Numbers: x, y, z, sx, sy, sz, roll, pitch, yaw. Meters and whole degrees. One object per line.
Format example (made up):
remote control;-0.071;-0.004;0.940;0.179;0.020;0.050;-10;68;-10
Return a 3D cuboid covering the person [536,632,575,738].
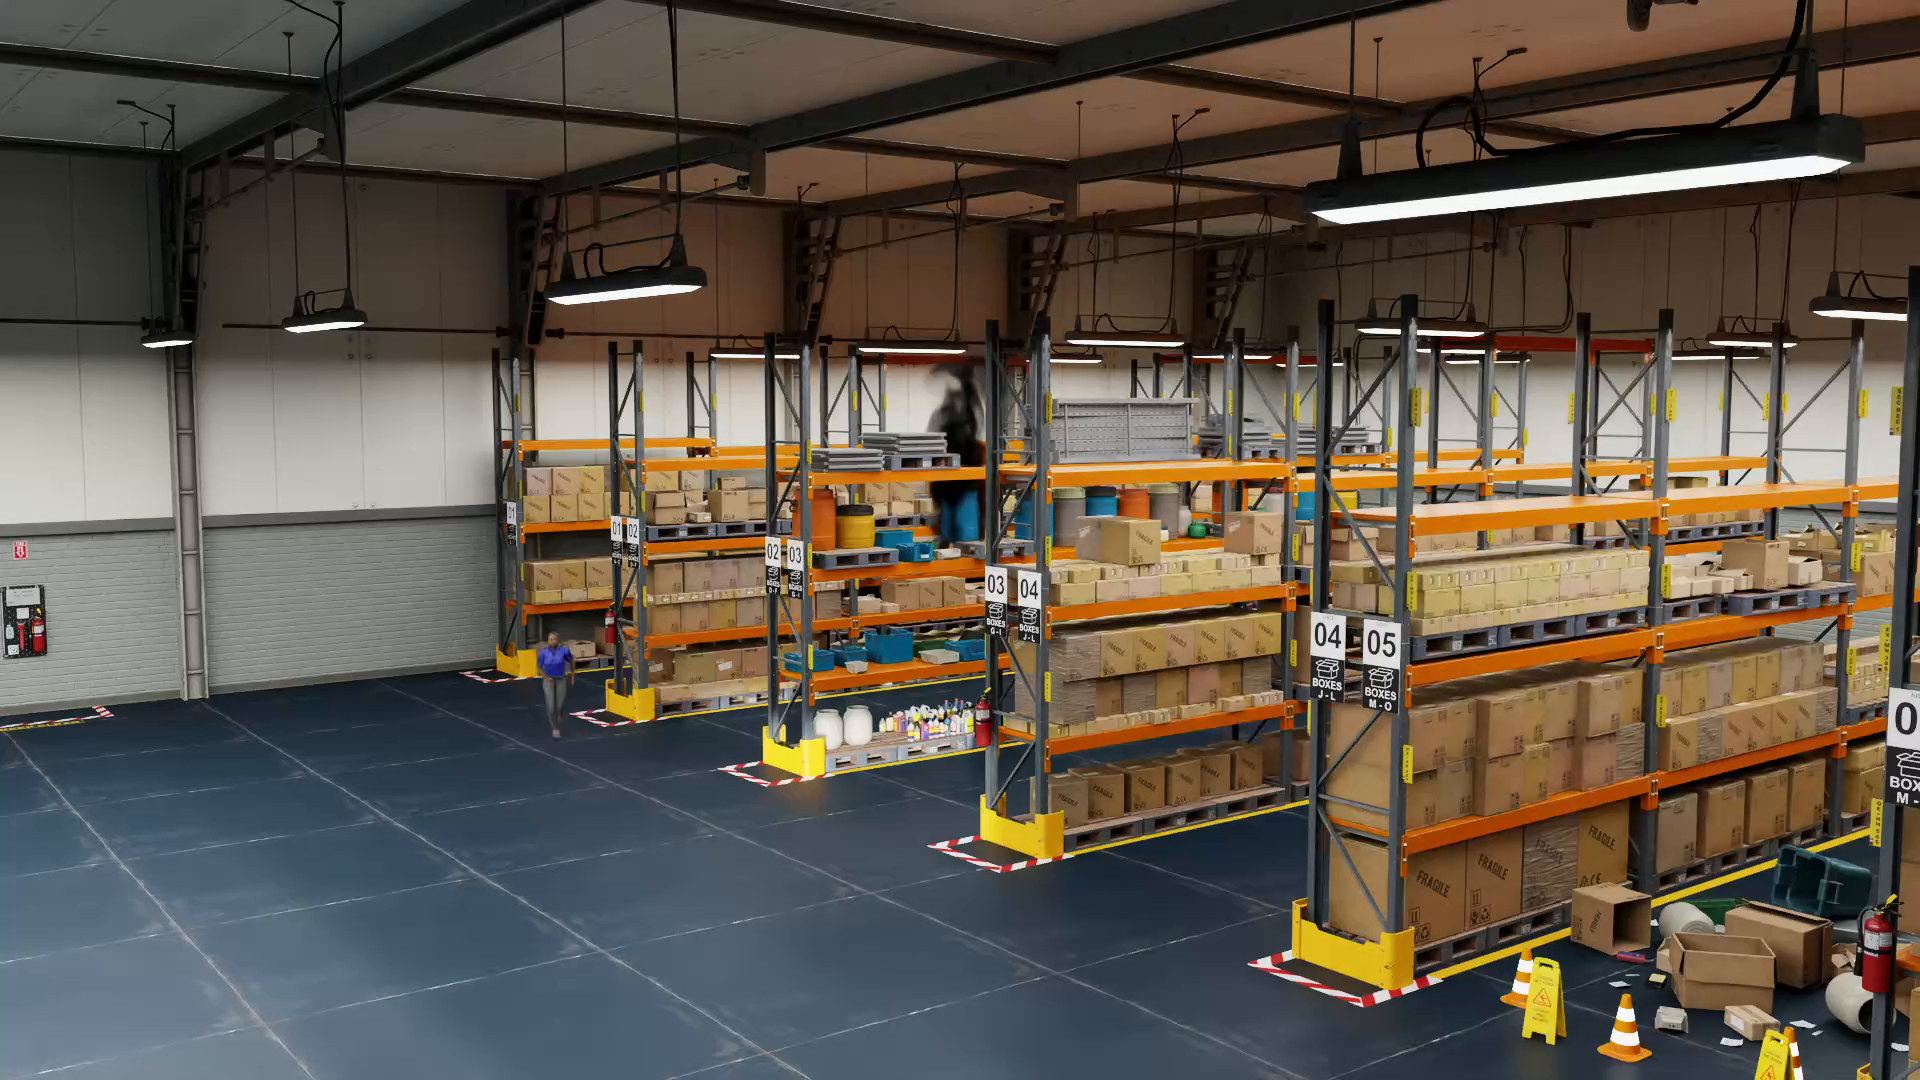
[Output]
person;-6.102;2.175;25.109;0.569;1.613;0.622;-1;5;-10
